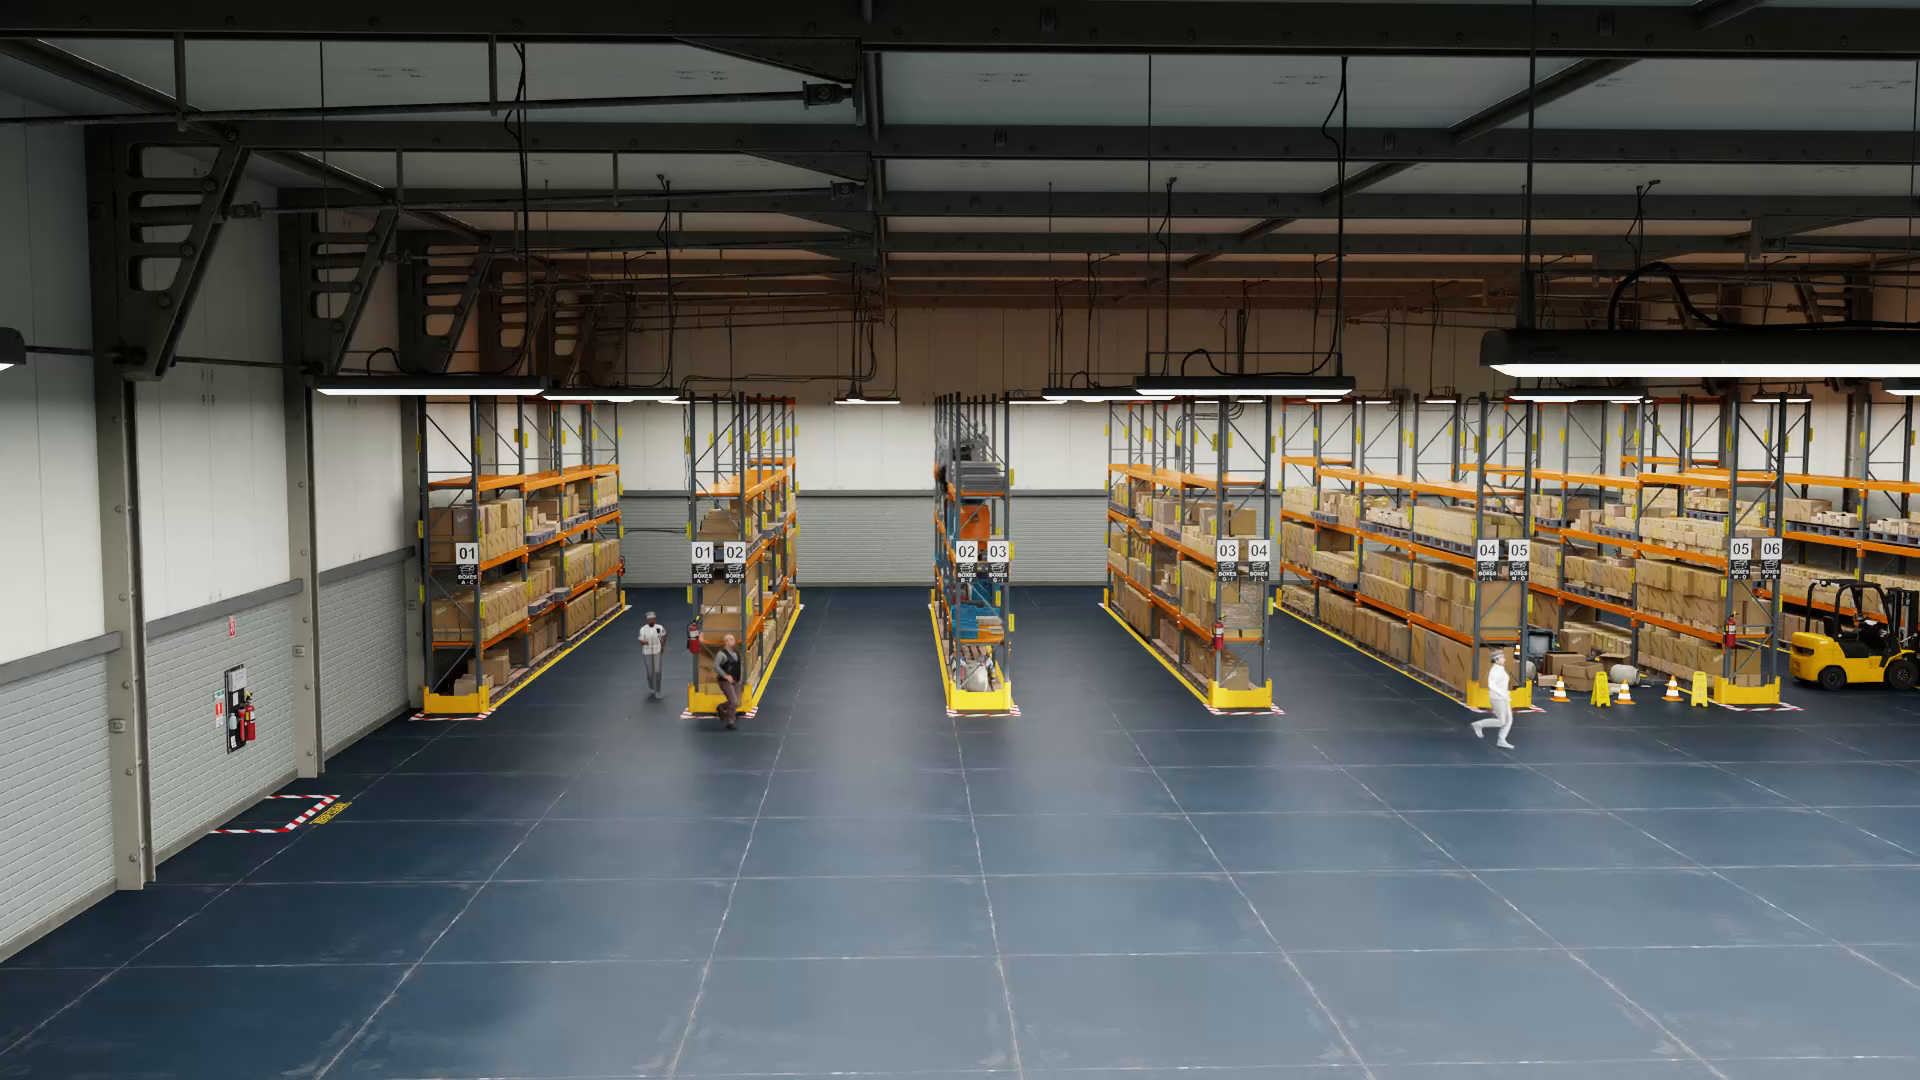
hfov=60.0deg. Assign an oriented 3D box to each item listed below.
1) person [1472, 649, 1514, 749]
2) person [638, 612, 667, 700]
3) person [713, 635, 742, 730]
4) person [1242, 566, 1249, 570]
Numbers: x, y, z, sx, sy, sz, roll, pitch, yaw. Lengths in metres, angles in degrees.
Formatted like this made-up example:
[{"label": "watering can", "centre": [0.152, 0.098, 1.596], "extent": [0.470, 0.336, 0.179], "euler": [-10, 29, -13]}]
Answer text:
[{"label": "person", "centre": [9.004, 2.663, 27.994], "extent": [0.677, 1.672, 0.624], "euler": [2, 5, 28]}, {"label": "person", "centre": [-6.047, 2.270, 32.723], "extent": [0.554, 1.751, 0.746], "euler": [-1, 5, -8]}, {"label": "person", "centre": [-4.154, 2.520, 29.645], "extent": [0.610, 1.687, 0.693], "euler": [3, 5, 31]}, {"label": "person", "centre": [8.002, 1.257, 45.958], "extent": [0.641, 1.597, 0.598], "euler": [0, 5, 5]}]
